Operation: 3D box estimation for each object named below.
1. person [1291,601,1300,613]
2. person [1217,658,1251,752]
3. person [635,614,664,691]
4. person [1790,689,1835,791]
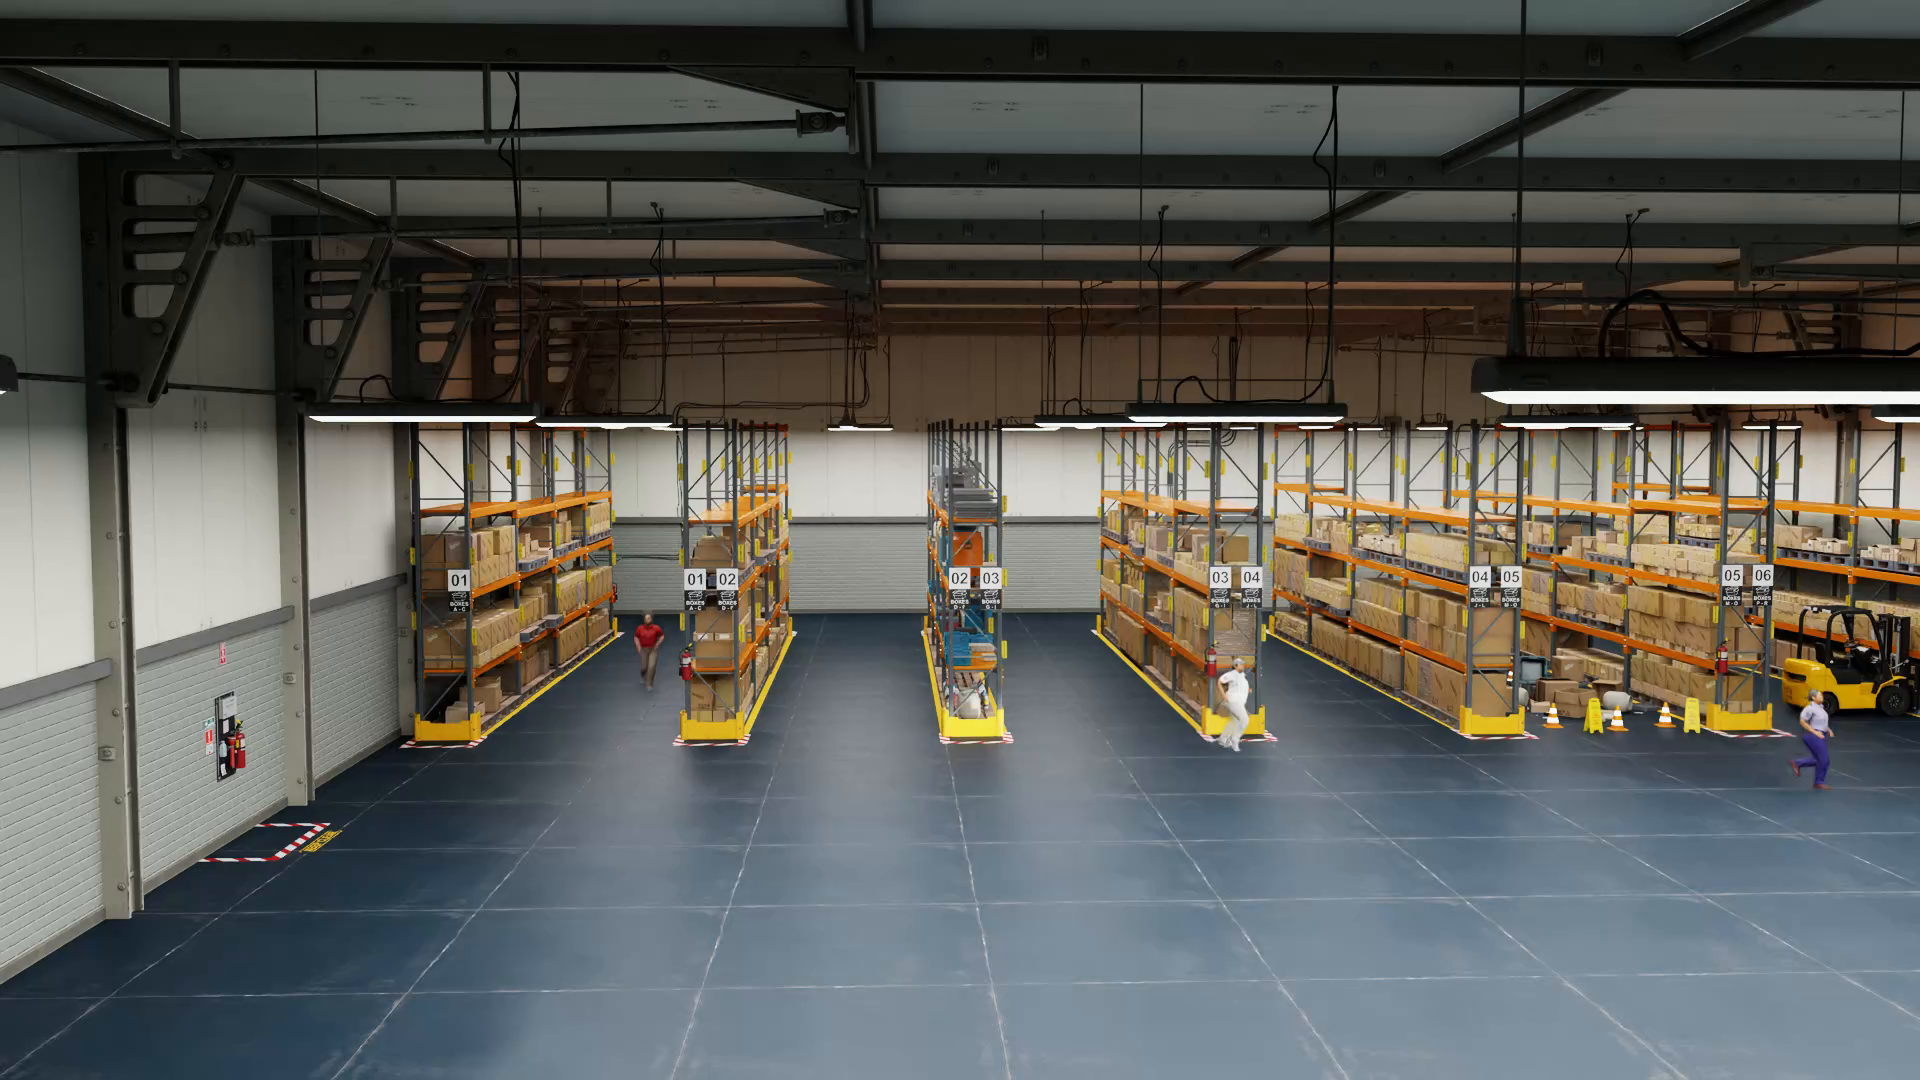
[{"bbox_3d":[9.916,1.786,49.005,0.572,1.596,0.571,-1,4,-21],"label":"person"},{"bbox_3d":[5.001,2.977,30.145,0.640,1.687,0.606,2,4,32],"label":"person"},{"bbox_3d":[-6.947,2.505,37.204,0.653,1.700,0.647,-1,4,-8],"label":"person"},{"bbox_3d":[13.774,3.212,26.870,0.649,1.621,0.608,3,5,42],"label":"person"}]
